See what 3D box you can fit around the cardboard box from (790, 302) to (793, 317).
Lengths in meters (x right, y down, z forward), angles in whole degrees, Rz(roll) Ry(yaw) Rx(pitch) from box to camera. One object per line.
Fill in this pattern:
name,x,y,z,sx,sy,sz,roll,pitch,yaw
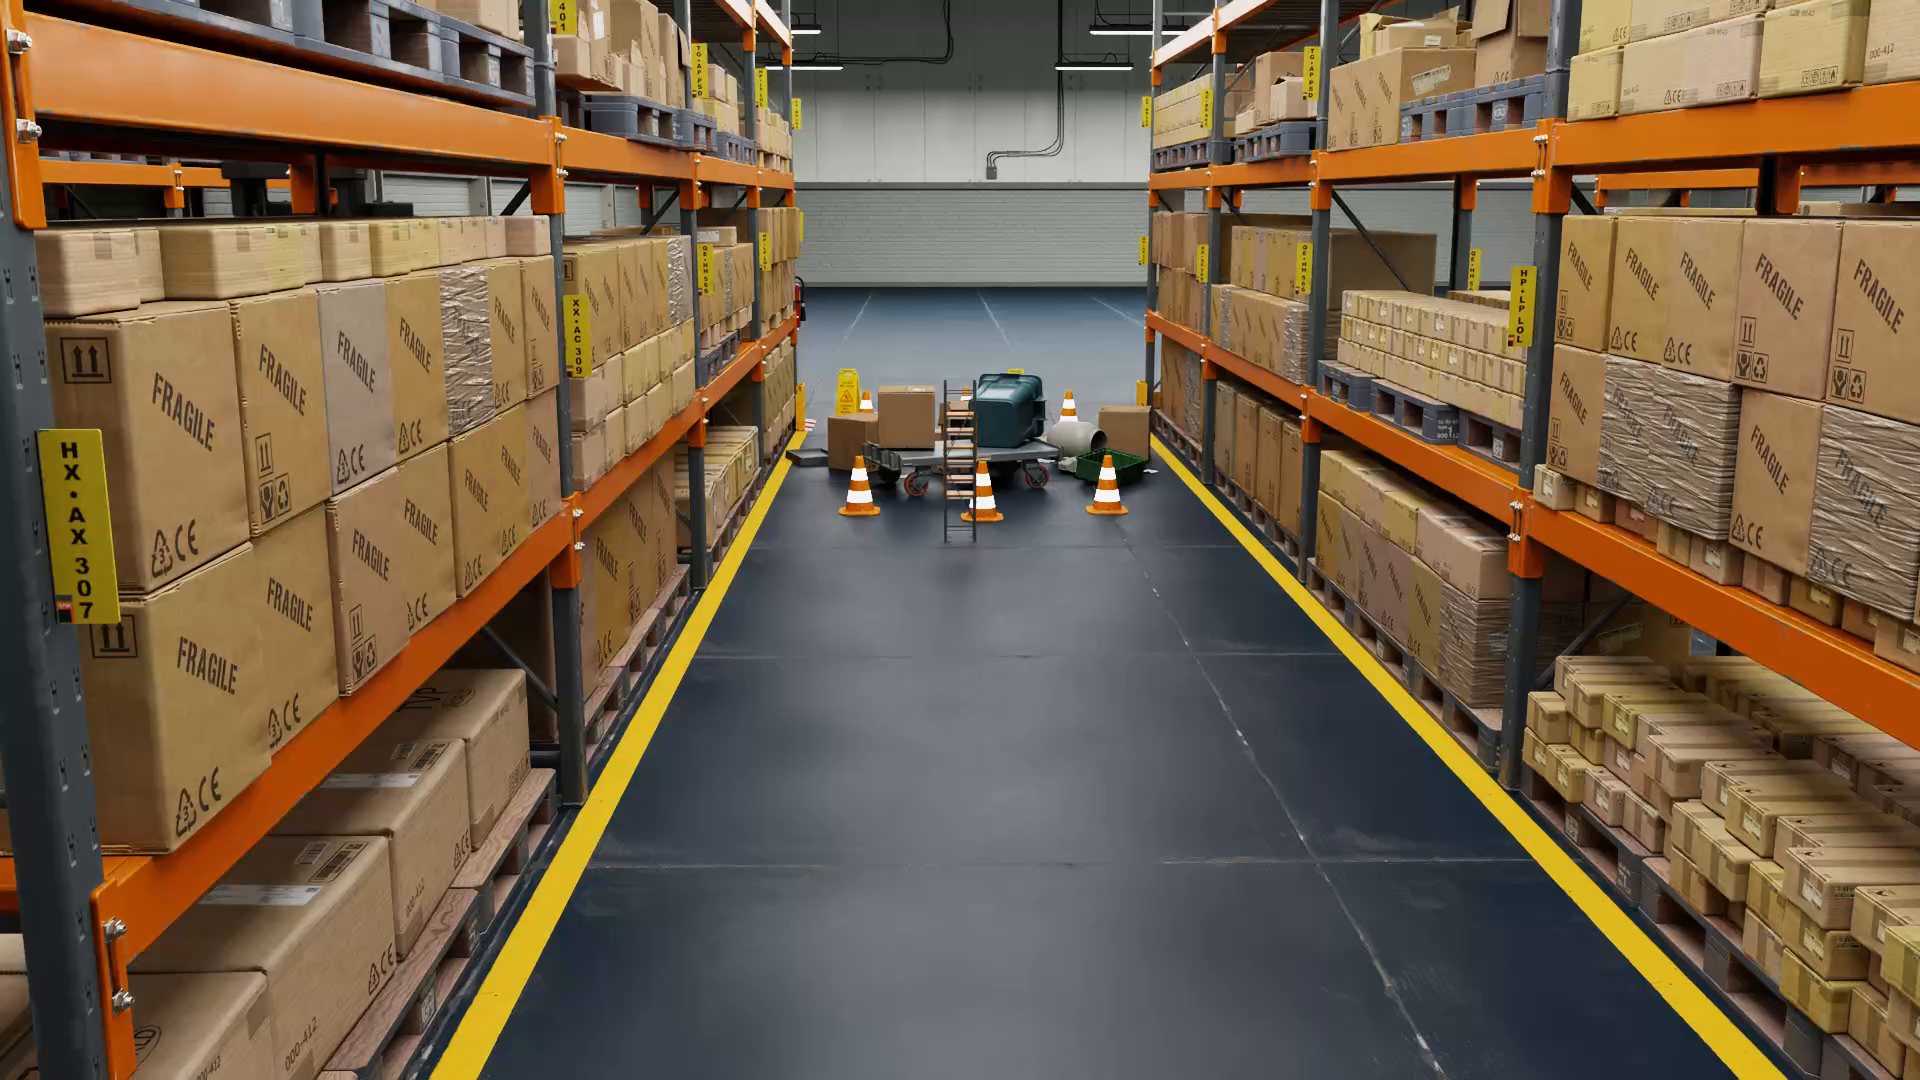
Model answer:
cardboard box,-1.998,-2.490,17.922,0.380,0.149,0.250,0,11,-2

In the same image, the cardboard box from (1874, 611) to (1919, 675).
cardboard box,2.660,0.260,4.364,0.380,0.149,0.250,-1,11,-4

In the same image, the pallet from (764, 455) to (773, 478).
pallet,-2.302,-0.709,15.521,1.003,0.211,1.213,0,11,-1

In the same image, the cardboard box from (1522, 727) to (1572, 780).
cardboard box,2.545,0.873,6.825,0.380,0.149,0.250,-1,11,-4

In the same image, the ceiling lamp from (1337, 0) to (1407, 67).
ceiling lamp,10.470,-13.649,42.521,2.000,3.185,0.800,0,11,-1

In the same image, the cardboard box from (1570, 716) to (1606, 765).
cardboard box,2.641,0.777,6.551,0.380,0.149,0.250,0,11,-1

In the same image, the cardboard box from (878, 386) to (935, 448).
cardboard box,-0.474,-1.101,14.825,0.500,0.500,0.500,0,11,-1

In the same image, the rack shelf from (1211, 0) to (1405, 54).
rack shelf,2.735,-3.976,12.340,1.077,0.370,4.000,0,11,-1

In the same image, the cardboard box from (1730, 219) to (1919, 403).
cardboard box,2.639,-0.681,4.856,0.500,0.500,0.500,-1,11,-3

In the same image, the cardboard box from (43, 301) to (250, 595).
cardboard box,-1.730,-0.192,3.195,0.500,0.500,0.500,0,11,-2

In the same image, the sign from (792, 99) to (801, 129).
sign,-1.781,-4.639,18.111,0.100,0.325,0.005,0,11,-1

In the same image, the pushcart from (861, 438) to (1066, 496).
pushcart,0.025,-0.676,14.942,1.648,0.377,0.936,-4,12,-21

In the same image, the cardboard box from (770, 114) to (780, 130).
cardboard box,-1.968,-4.104,16.325,0.380,0.149,0.250,0,11,0

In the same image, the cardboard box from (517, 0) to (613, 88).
cardboard box,-1.816,-2.253,7.267,0.500,0.500,0.500,0,11,-2

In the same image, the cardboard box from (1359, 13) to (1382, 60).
cardboard box,2.520,-2.897,9.575,0.396,0.266,0.258,0,11,-1

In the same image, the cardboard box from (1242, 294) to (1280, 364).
cardboard box,2.465,-1.625,12.773,0.500,0.500,0.500,0,11,0

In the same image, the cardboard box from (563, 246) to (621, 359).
cardboard box,-1.848,-1.080,7.573,0.500,0.500,0.500,0,11,-1

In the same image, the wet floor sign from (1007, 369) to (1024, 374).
wet floor sign,0.631,-1.621,18.927,0.267,0.644,0.232,-2,12,-11

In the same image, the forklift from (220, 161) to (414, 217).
forklift,-4.796,-1.534,12.750,1.130,2.935,3.031,0,11,-2

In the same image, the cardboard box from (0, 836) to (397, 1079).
cardboard box,-2.146,1.181,4.582,0.875,0.438,0.875,0,11,0

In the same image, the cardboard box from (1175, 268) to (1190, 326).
cardboard box,2.635,-2.451,16.719,0.875,0.550,0.500,0,11,-1

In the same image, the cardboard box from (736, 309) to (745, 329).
cardboard box,-1.929,-1.769,13.311,0.380,0.149,0.250,0,11,-1

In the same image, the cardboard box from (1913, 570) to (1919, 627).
cardboard box,2.670,0.018,3.928,0.500,0.500,0.500,0,11,-2

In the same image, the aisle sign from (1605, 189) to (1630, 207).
aisle sign,7.271,-4.063,18.502,0.394,0.787,0.004,0,11,-1

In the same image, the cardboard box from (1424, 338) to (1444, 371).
cardboard box,2.622,-0.961,8.578,0.380,0.149,0.250,0,11,-1

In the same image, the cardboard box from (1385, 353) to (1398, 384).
cardboard box,2.610,-0.966,9.354,0.380,0.149,0.250,0,11,1

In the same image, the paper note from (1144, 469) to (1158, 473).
paper note,1.774,-0.657,15.721,0.147,0.020,0.142,-10,15,-40

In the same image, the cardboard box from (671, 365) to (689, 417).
cardboard box,-1.874,-0.872,9.691,0.500,0.250,0.500,0,11,0

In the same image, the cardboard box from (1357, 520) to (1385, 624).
cardboard box,2.565,0.176,9.379,0.500,0.500,0.500,-1,11,-3

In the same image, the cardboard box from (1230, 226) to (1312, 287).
cardboard box,2.710,-2.423,14.190,0.700,0.500,0.500,0,11,-2

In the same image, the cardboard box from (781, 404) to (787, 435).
cardboard box,-2.031,-1.229,16.930,0.500,0.250,0.500,-1,11,-3

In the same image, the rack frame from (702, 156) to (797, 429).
rack frame,-2.336,-2.737,18.505,1.000,3.000,0.127,0,11,-1

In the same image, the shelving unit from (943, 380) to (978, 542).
shelving unit,0.000,-0.591,12.454,0.258,1.200,0.189,0,11,-1

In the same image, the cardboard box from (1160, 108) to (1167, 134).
cardboard box,2.376,-4.377,17.365,0.500,0.250,0.500,0,11,-2

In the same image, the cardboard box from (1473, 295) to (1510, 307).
cardboard box,3.253,-1.364,9.816,0.380,0.149,0.250,0,11,1

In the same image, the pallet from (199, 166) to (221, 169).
pallet,-7.310,-4.002,17.418,1.003,0.211,1.213,0,11,-1

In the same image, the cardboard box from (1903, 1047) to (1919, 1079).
cardboard box,2.696,1.387,4.291,0.380,0.149,0.250,0,11,-1

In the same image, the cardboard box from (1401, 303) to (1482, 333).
cardboard box,2.621,-1.207,9.046,0.380,0.149,0.250,0,11,1

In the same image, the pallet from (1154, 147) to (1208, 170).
pallet,2.637,-4.057,17.689,1.003,0.211,1.213,0,11,-1

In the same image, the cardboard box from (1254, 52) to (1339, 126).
cardboard box,2.460,-3.305,12.204,0.500,0.500,0.500,0,11,-1

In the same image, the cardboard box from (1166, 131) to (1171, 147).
cardboard box,2.319,-4.109,17.048,0.380,0.149,0.250,0,11,-1

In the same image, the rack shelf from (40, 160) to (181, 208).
rack shelf,-7.174,-2.641,12.296,1.077,0.370,4.000,0,11,-1

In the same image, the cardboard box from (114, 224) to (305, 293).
cardboard box,-1.727,-0.641,3.778,0.380,0.149,0.250,-1,11,-3

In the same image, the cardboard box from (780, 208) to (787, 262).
cardboard box,-2.018,-2.916,15.876,0.700,0.500,0.500,0,11,-2

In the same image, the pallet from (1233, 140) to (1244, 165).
pallet,2.762,-3.176,13.609,0.805,0.209,1.217,-1,11,-3

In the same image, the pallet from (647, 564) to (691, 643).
pallet,-2.230,0.377,10.170,1.003,0.211,1.213,0,11,-1

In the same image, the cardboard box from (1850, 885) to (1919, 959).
cardboard box,2.655,1.046,4.477,0.380,0.149,0.250,-1,11,-3

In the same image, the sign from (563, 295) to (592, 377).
sign,-1.533,-0.817,6.666,0.100,0.325,0.005,0,11,-1

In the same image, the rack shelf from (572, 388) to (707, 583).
rack shelf,-2.129,-0.397,8.779,1.077,0.370,4.000,0,11,-1

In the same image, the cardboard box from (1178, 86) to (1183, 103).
cardboard box,2.336,-4.348,16.221,0.380,0.149,0.250,0,11,0

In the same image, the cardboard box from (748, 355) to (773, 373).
cardboard box,-1.938,-1.629,15.386,0.380,0.149,0.250,0,11,0

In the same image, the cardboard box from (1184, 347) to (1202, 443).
cardboard box,2.728,-1.451,16.456,0.875,0.875,0.875,0,11,-1

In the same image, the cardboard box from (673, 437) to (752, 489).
cardboard box,-2.222,-0.613,13.587,0.950,0.372,0.625,0,11,2

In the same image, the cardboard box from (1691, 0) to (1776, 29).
cardboard box,2.631,-1.738,5.156,0.500,0.250,0.500,0,11,0

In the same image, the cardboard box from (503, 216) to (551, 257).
cardboard box,-1.763,-1.149,6.278,0.380,0.149,0.250,0,11,-2

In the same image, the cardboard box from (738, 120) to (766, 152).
cardboard box,-1.989,-3.573,14.710,0.500,0.250,0.500,0,11,-2

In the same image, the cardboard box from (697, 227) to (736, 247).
cardboard box,-1.962,-2.378,13.049,0.380,0.149,0.250,-1,11,-4
